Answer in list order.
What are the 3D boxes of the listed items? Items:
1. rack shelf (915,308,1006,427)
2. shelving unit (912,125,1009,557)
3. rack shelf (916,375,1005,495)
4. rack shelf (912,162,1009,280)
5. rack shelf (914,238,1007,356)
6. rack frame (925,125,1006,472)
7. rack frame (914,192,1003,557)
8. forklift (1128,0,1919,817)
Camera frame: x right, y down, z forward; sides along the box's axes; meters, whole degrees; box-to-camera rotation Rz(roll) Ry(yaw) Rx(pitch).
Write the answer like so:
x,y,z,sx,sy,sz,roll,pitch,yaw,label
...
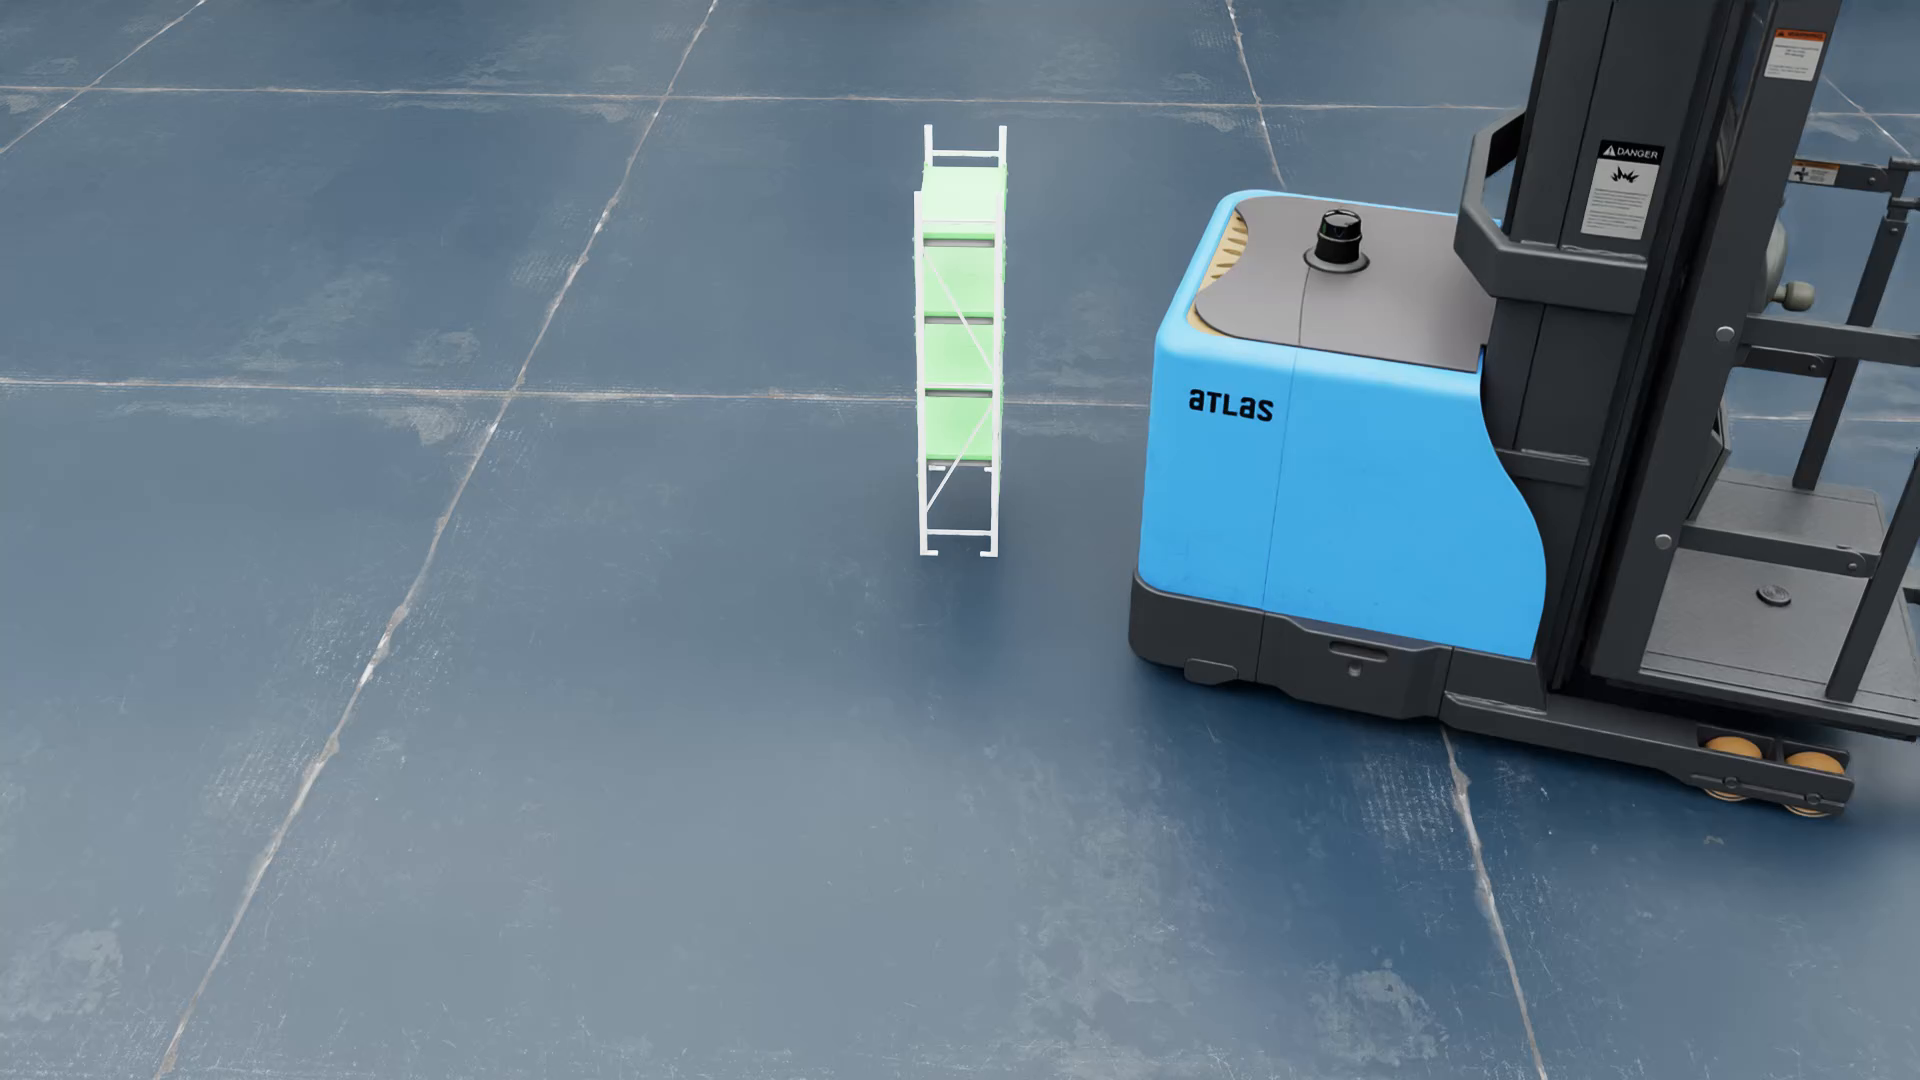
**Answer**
x,y,z,sx,sy,sz,roll,pitch,yaw,label
0.007,-0.534,5.077,0.258,0.148,0.480,1,35,2,rack shelf
0.007,-0.586,5.040,0.258,1.200,0.503,1,35,2,shelving unit
0.007,-0.337,5.215,0.258,0.148,0.480,1,35,2,rack shelf
0.007,-0.926,4.801,0.258,0.148,0.480,1,35,2,rack shelf
0.007,-0.730,4.939,0.258,0.148,0.480,1,35,2,rack shelf
0.016,-0.726,5.240,0.240,1.200,0.015,1,35,2,rack frame
-0.003,-0.446,4.841,0.240,1.200,0.015,1,35,2,rack frame
2.052,-0.836,3.891,3.031,2.935,1.130,10,36,14,forklift
